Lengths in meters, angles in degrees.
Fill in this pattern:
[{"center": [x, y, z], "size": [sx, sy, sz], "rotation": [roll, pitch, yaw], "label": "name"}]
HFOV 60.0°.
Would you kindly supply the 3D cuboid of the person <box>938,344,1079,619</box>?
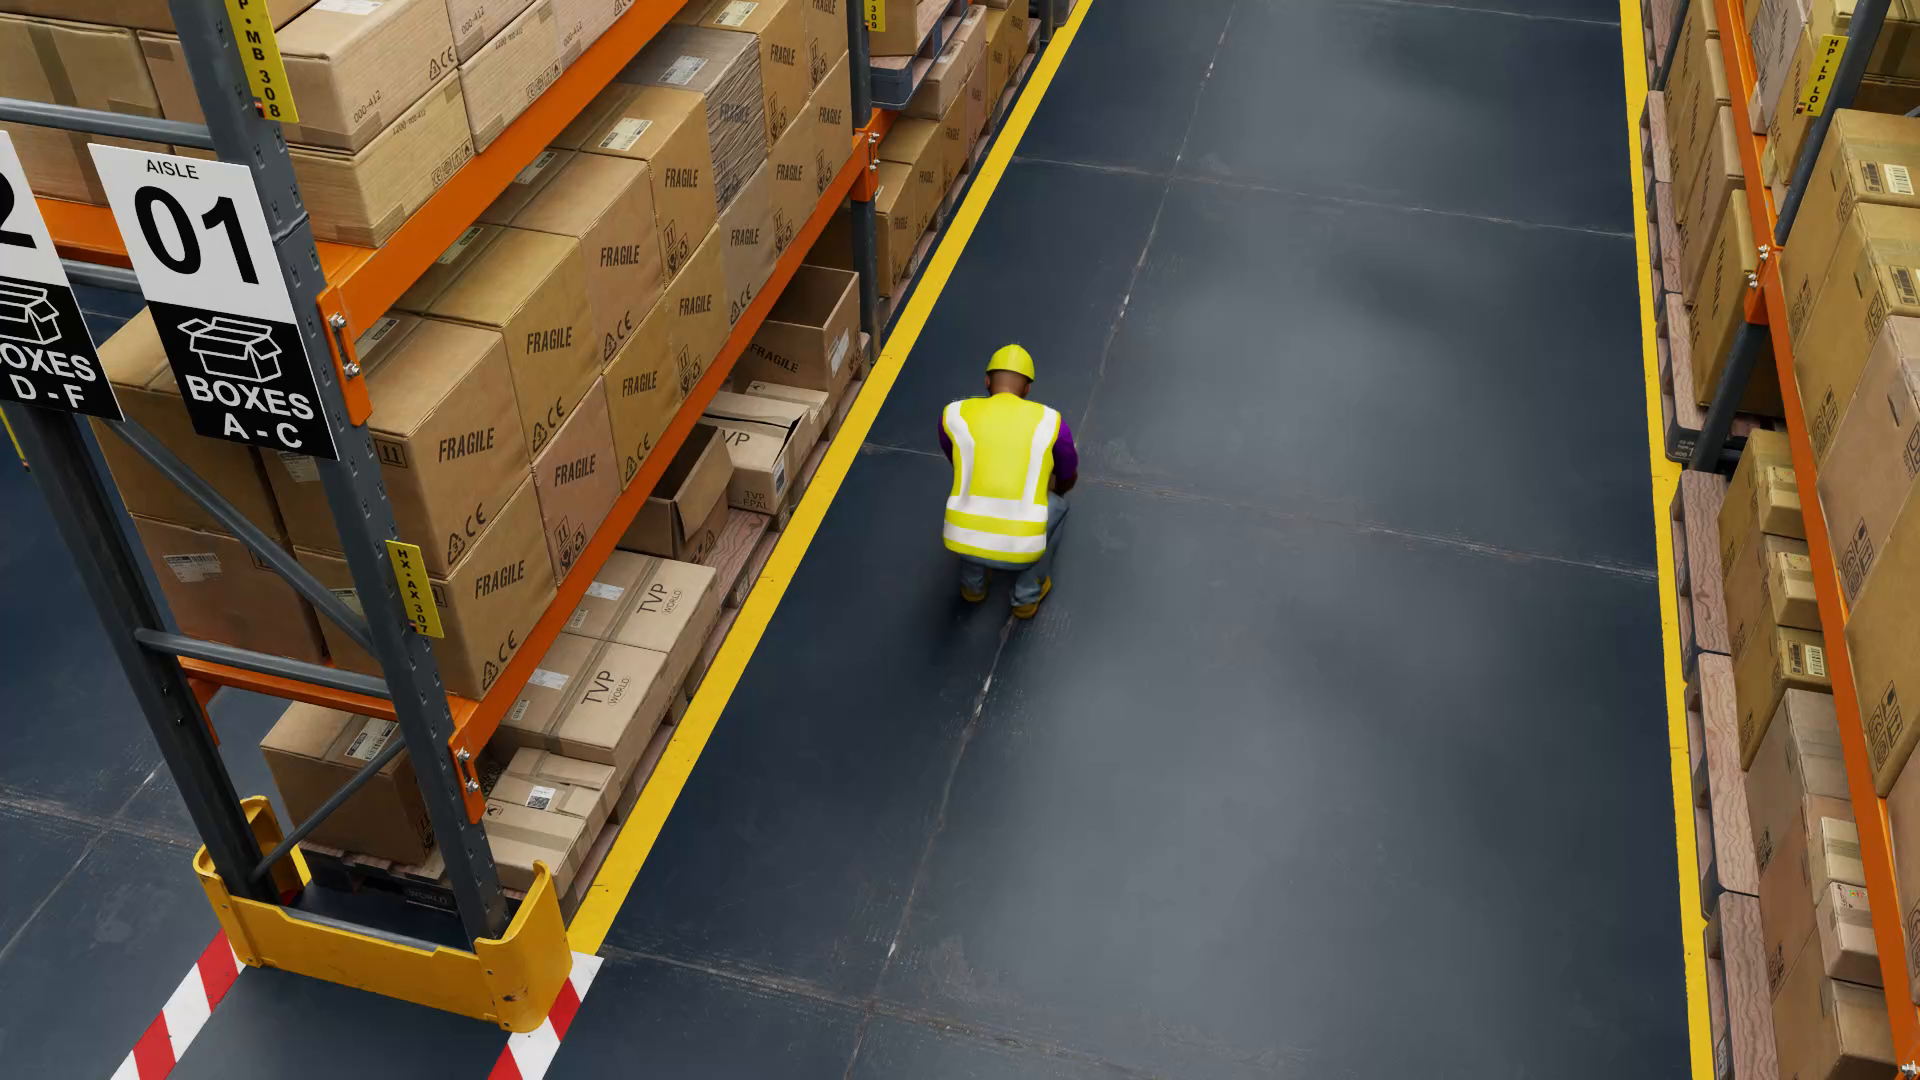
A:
[{"center": [0.175, -0.234, 7.005], "size": [0.586, 0.998, 0.892], "rotation": [10, 42, 11], "label": "person"}]
